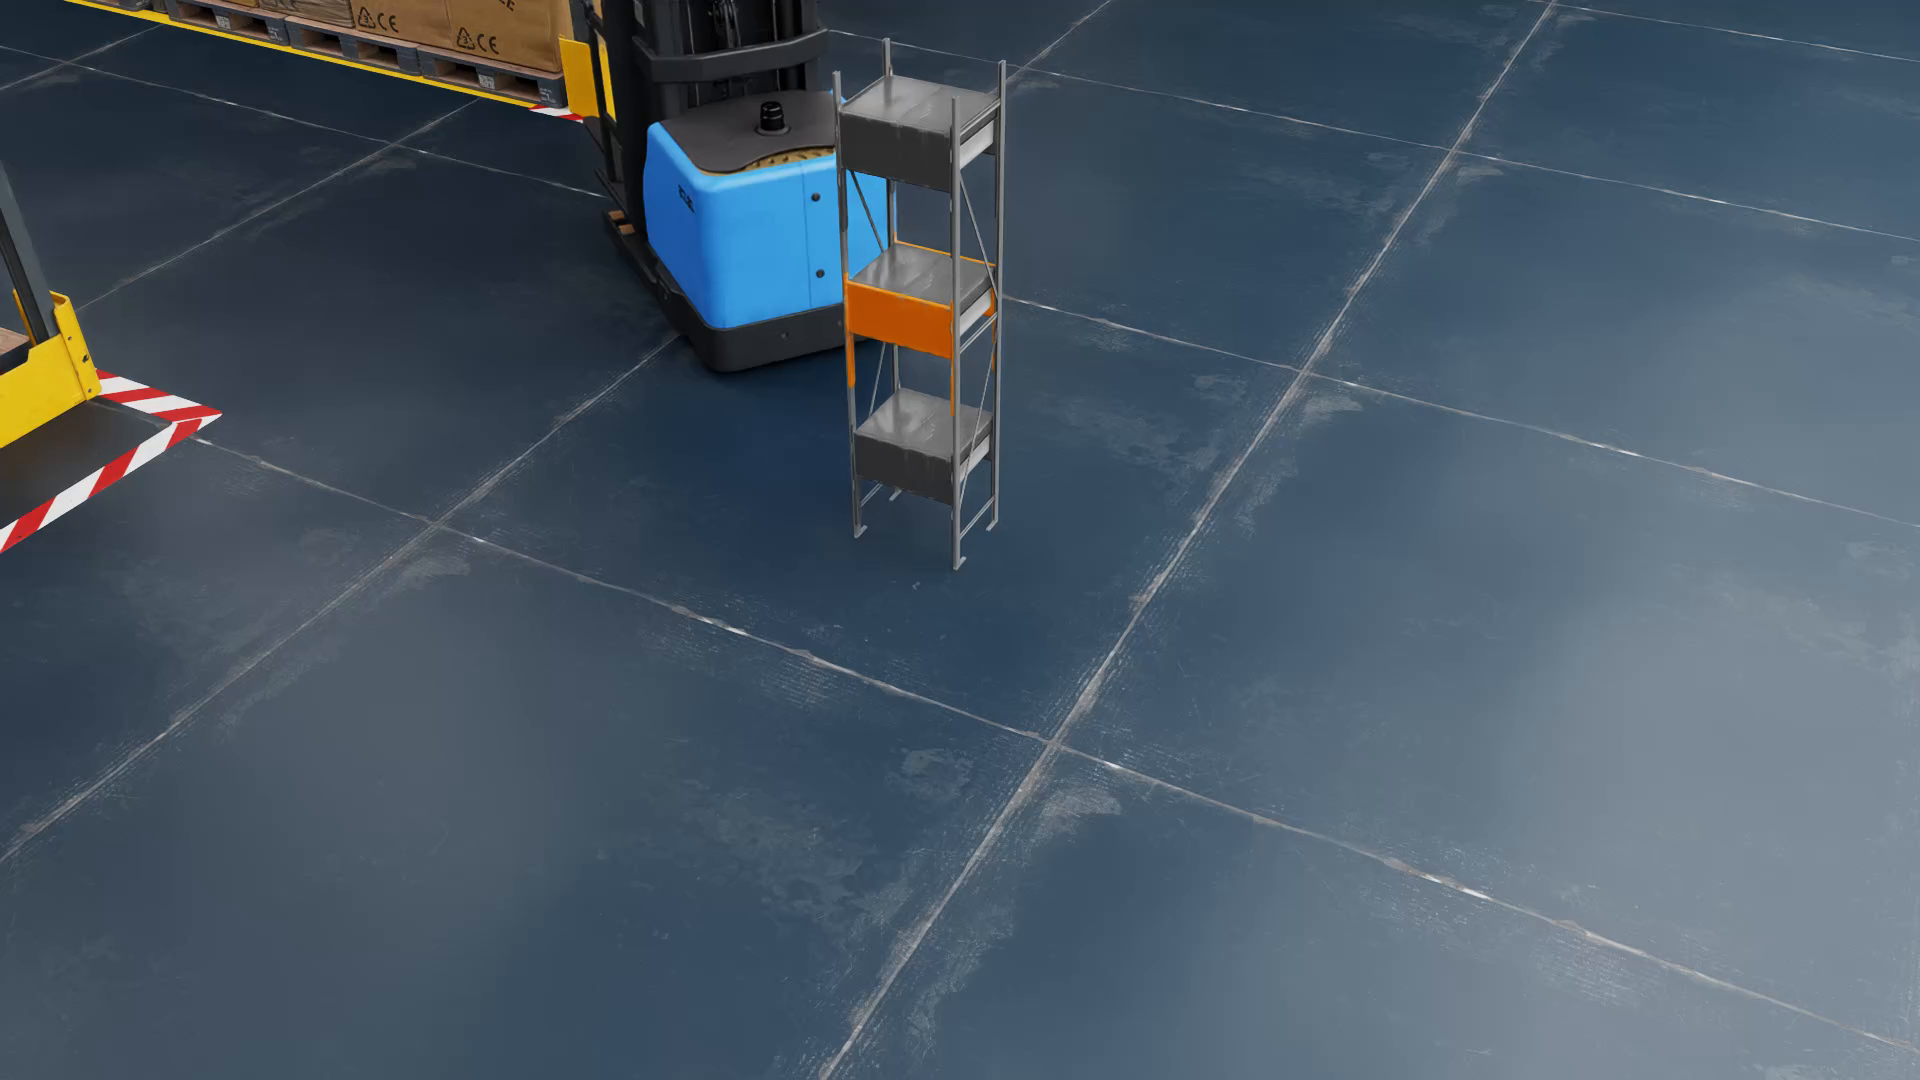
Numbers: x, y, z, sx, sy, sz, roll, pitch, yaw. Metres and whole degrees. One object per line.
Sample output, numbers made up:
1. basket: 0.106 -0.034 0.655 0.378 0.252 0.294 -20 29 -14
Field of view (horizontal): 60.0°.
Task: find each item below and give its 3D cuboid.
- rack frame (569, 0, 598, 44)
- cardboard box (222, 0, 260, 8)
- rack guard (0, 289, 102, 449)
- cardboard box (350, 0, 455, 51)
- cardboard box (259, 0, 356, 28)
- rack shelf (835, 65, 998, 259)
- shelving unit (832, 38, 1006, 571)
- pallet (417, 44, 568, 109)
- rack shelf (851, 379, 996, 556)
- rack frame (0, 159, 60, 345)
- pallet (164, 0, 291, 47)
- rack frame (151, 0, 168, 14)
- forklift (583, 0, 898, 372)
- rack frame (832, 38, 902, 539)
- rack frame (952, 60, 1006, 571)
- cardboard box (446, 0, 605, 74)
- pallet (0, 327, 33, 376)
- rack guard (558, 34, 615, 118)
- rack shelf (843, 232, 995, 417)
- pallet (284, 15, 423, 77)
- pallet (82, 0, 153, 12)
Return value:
1. rack frame: -2.204 -4.293 10.424 0.127 3.000 1.000 17 41 21
2. cardboard box: -5.230 -4.513 12.125 0.875 0.875 0.875 18 41 22
3. rack guard: -4.642 -0.683 7.737 0.348 0.500 1.175 17 41 21
4. cardboard box: -3.619 -4.010 11.462 0.875 0.875 0.875 17 40 21
5. cardboard box: -4.428 -4.265 11.797 0.875 0.875 0.875 18 41 22
6. rack shelf: -0.147 -1.429 6.261 0.480 0.518 0.431 17 41 21
7. shelving unit: -0.147 -0.882 6.676 0.503 2.100 0.431 17 41 21
8. pallet: -2.950 -3.362 11.505 1.213 0.211 1.003 17 41 21
9. rack shelf: -0.147 -0.314 7.107 0.480 0.518 0.431 17 41 21
10. rack frame: -4.575 -1.658 6.953 0.127 3.000 1.000 17 41 21
11. pallet: -5.117 -4.041 12.398 1.213 0.211 1.003 17 41 21
12. rack frame: -5.756 -5.405 11.889 0.127 3.000 1.000 17 41 21
13. forklift: -1.387 -2.881 8.621 1.130 2.935 3.031 -16 40 -20
14. rack frame: -0.364 -0.950 6.765 0.015 2.100 0.400 17 41 21
15. rack frame: 0.070 -0.815 6.586 0.015 2.100 0.400 17 41 21
16. cardboard box: -2.837 -3.767 11.141 0.875 0.875 0.875 18 41 22
17. pallet: -5.347 -0.813 8.146 1.213 0.211 1.003 17 41 21
18. rack guard: -2.183 -3.290 11.171 0.348 0.500 1.175 17 41 21
19. rack shelf: -0.147 -0.872 6.684 0.480 0.518 0.431 17 41 21
20. pallet: -4.029 -3.702 11.953 1.213 0.211 1.003 17 41 21
21. pallet: -6.476 -4.468 12.962 1.213 0.211 1.003 17 41 21
